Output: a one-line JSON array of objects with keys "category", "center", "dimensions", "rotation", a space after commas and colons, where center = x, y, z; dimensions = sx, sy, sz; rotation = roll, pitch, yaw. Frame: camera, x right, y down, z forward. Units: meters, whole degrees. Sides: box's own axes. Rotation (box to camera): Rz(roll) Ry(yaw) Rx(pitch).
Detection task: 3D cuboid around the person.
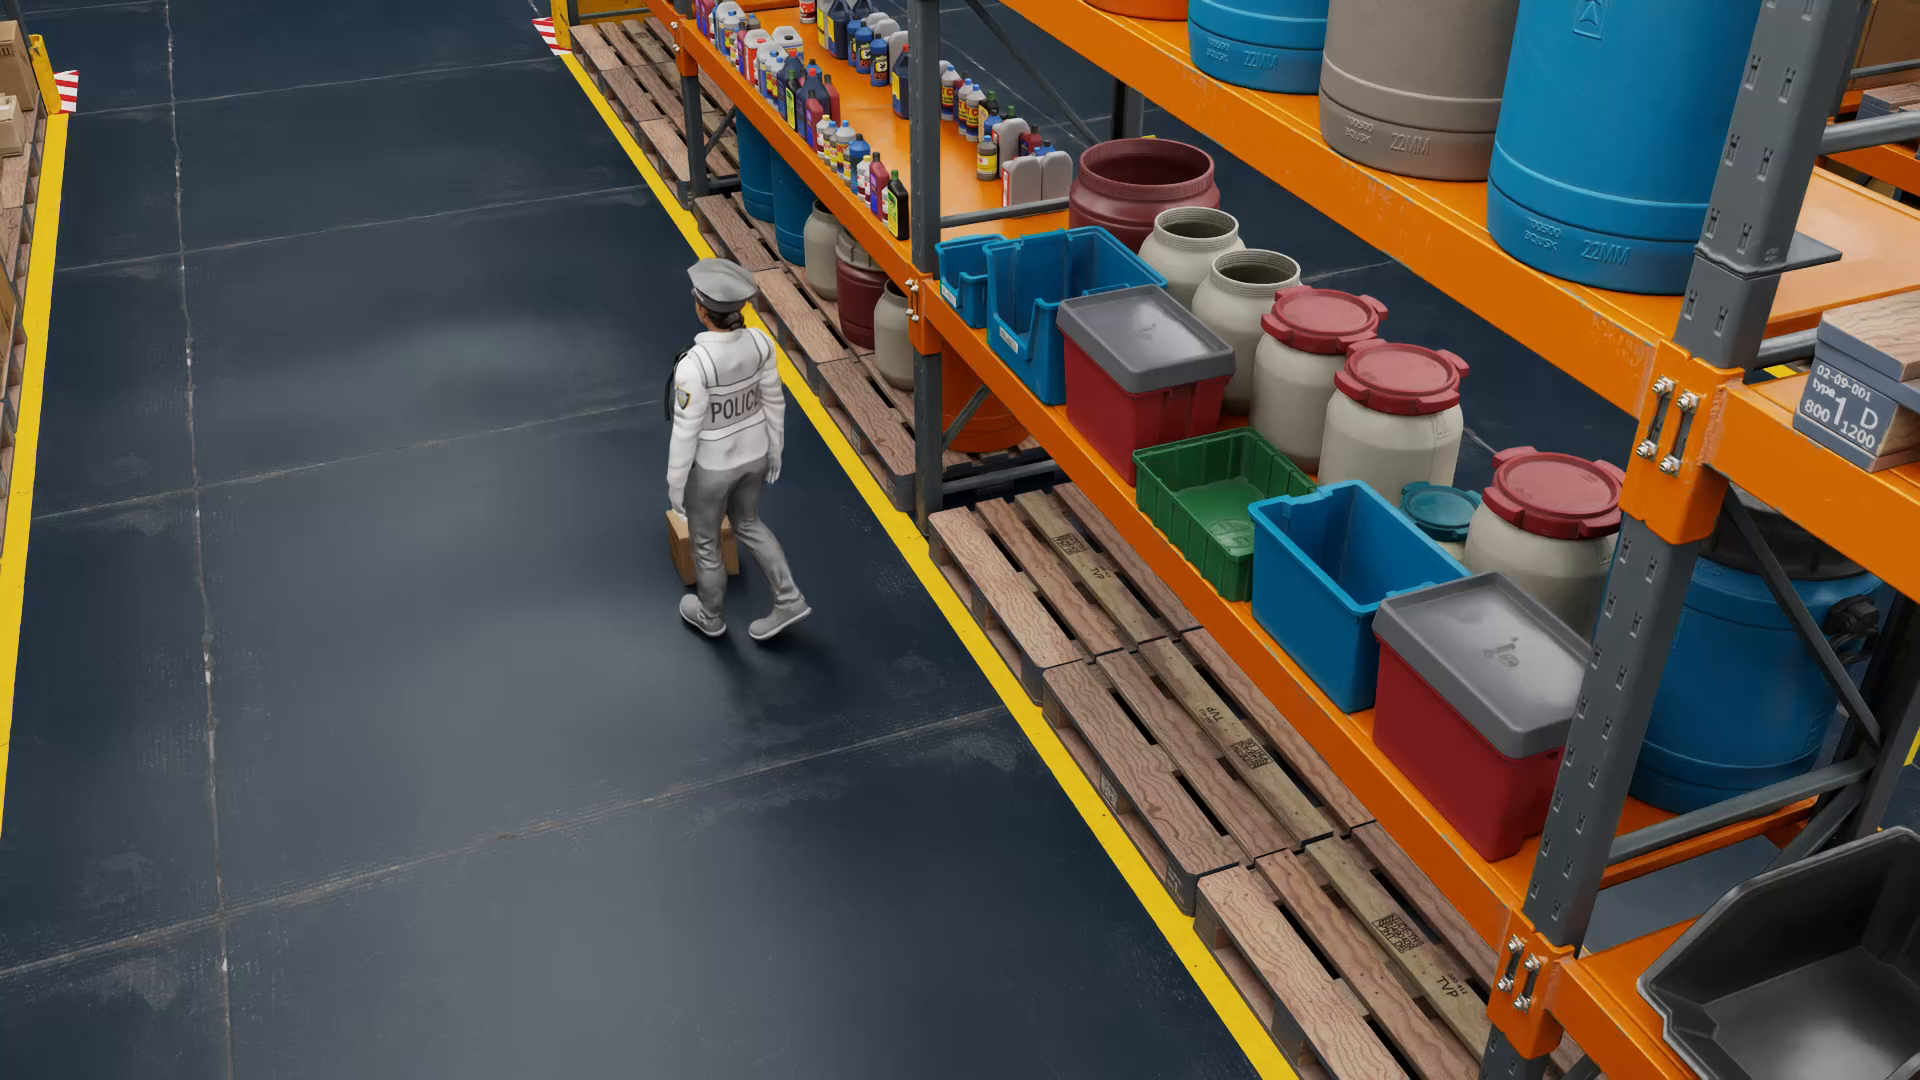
[{"category": "person", "center": [-0.955, -0.316, 6.584], "dimensions": [0.578, 1.672, 0.526], "rotation": [28, 43, 35]}]
